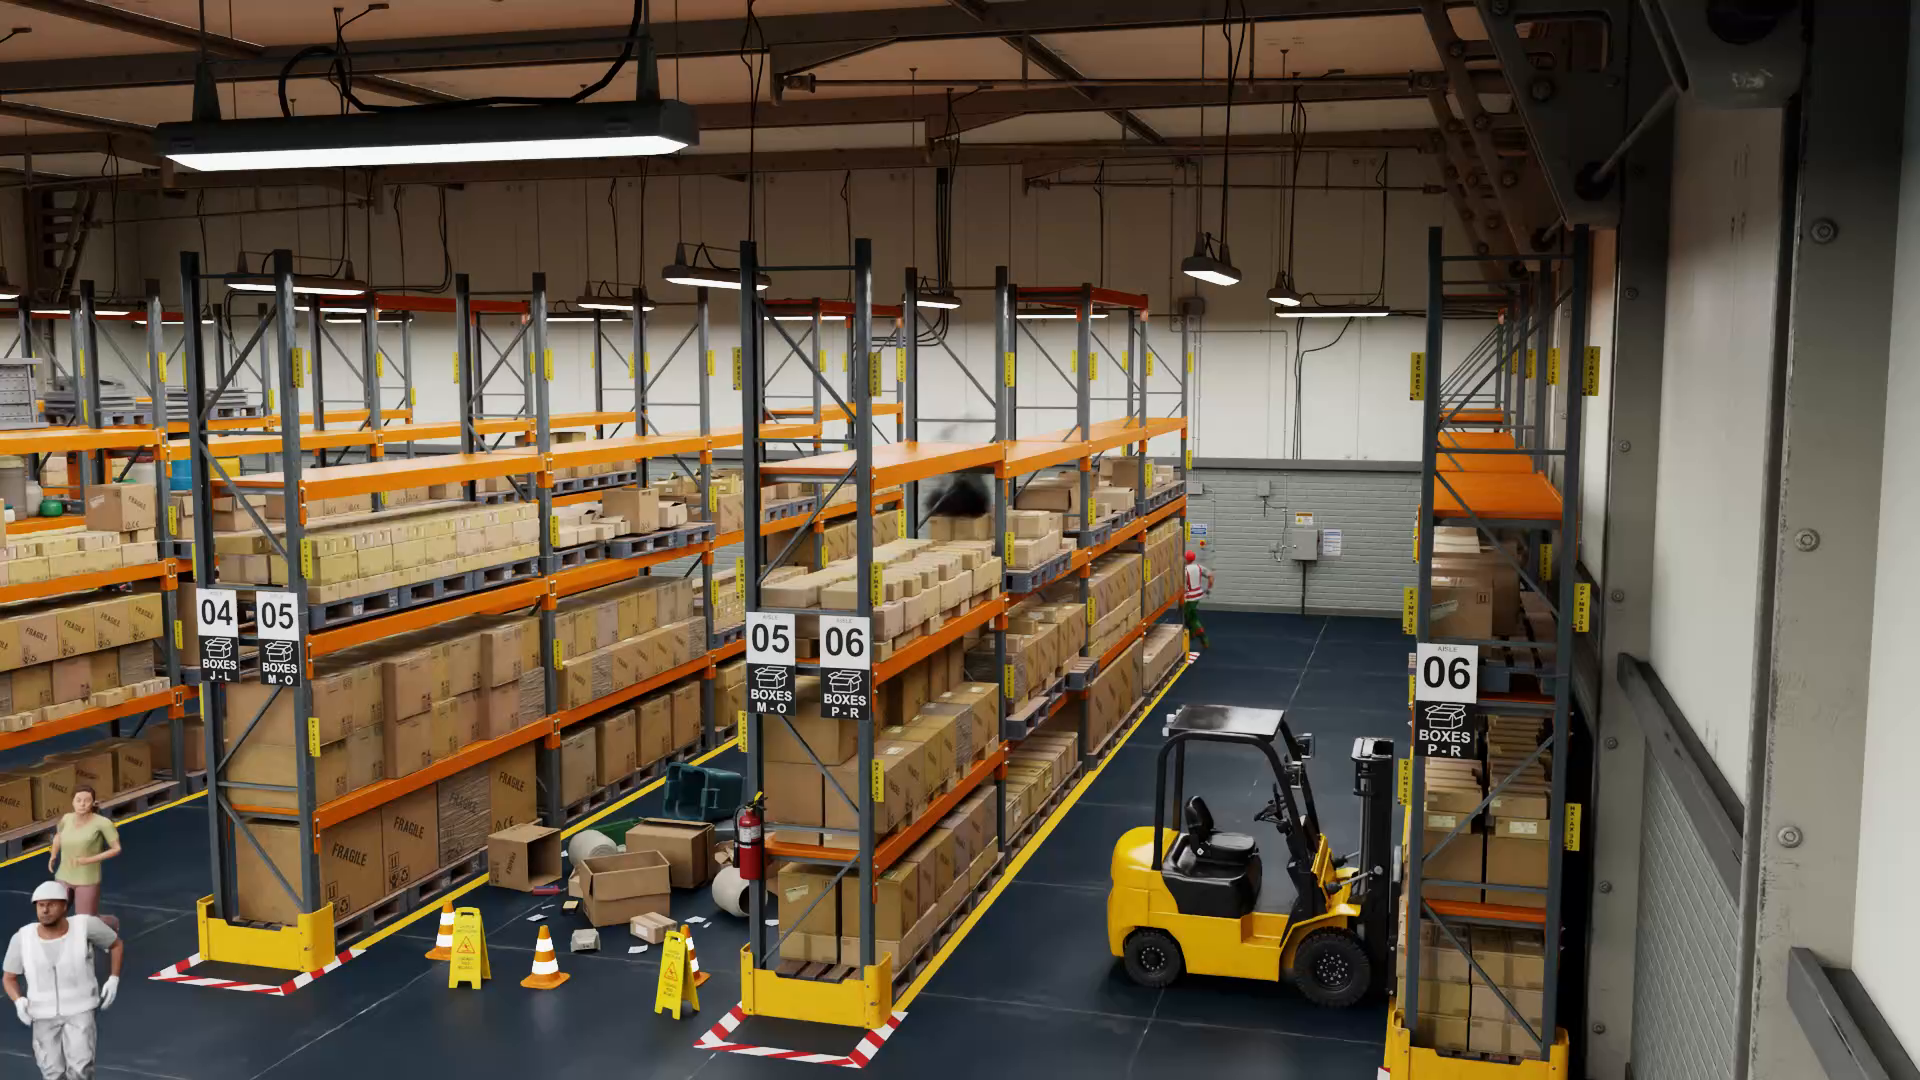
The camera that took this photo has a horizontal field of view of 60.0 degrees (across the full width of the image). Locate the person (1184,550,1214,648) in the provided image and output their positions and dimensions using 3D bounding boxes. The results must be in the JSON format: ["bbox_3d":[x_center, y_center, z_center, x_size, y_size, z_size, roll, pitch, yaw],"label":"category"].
[{"bbox_3d":[4.035,1.017,29.200,0.689,1.721,0.672,-6,8,-41],"label":"person"}]

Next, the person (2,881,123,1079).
[{"bbox_3d":[-5.857,3.088,10.850,0.695,1.737,0.575,-2,7,-20],"label":"person"}]

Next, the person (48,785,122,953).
[{"bbox_3d":[-7.309,2.837,13.901,0.609,1.628,0.769,0,6,1],"label":"person"}]
